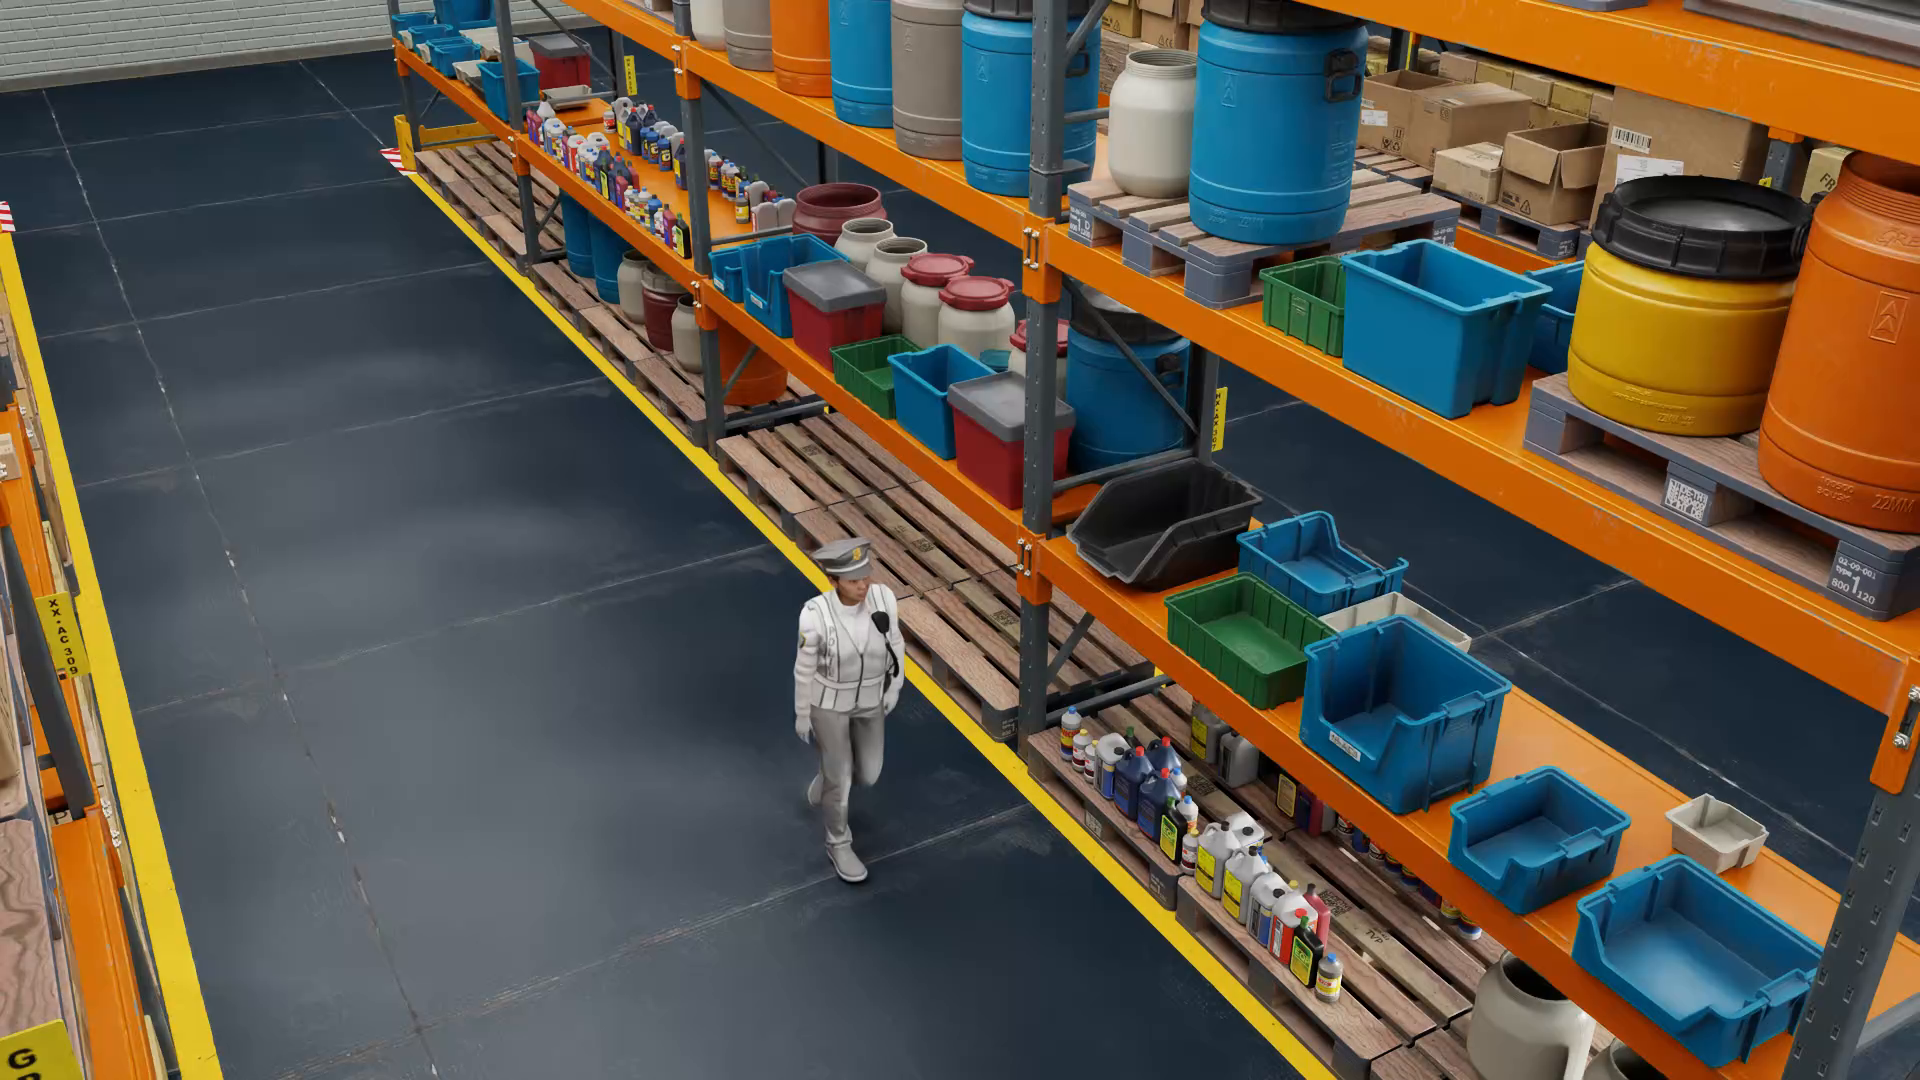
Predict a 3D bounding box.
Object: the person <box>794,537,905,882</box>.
[{"bbox_3d":[-0.498,0.671,7.357,0.519,1.660,0.607,-13,31,-22],"label":"person"}]
